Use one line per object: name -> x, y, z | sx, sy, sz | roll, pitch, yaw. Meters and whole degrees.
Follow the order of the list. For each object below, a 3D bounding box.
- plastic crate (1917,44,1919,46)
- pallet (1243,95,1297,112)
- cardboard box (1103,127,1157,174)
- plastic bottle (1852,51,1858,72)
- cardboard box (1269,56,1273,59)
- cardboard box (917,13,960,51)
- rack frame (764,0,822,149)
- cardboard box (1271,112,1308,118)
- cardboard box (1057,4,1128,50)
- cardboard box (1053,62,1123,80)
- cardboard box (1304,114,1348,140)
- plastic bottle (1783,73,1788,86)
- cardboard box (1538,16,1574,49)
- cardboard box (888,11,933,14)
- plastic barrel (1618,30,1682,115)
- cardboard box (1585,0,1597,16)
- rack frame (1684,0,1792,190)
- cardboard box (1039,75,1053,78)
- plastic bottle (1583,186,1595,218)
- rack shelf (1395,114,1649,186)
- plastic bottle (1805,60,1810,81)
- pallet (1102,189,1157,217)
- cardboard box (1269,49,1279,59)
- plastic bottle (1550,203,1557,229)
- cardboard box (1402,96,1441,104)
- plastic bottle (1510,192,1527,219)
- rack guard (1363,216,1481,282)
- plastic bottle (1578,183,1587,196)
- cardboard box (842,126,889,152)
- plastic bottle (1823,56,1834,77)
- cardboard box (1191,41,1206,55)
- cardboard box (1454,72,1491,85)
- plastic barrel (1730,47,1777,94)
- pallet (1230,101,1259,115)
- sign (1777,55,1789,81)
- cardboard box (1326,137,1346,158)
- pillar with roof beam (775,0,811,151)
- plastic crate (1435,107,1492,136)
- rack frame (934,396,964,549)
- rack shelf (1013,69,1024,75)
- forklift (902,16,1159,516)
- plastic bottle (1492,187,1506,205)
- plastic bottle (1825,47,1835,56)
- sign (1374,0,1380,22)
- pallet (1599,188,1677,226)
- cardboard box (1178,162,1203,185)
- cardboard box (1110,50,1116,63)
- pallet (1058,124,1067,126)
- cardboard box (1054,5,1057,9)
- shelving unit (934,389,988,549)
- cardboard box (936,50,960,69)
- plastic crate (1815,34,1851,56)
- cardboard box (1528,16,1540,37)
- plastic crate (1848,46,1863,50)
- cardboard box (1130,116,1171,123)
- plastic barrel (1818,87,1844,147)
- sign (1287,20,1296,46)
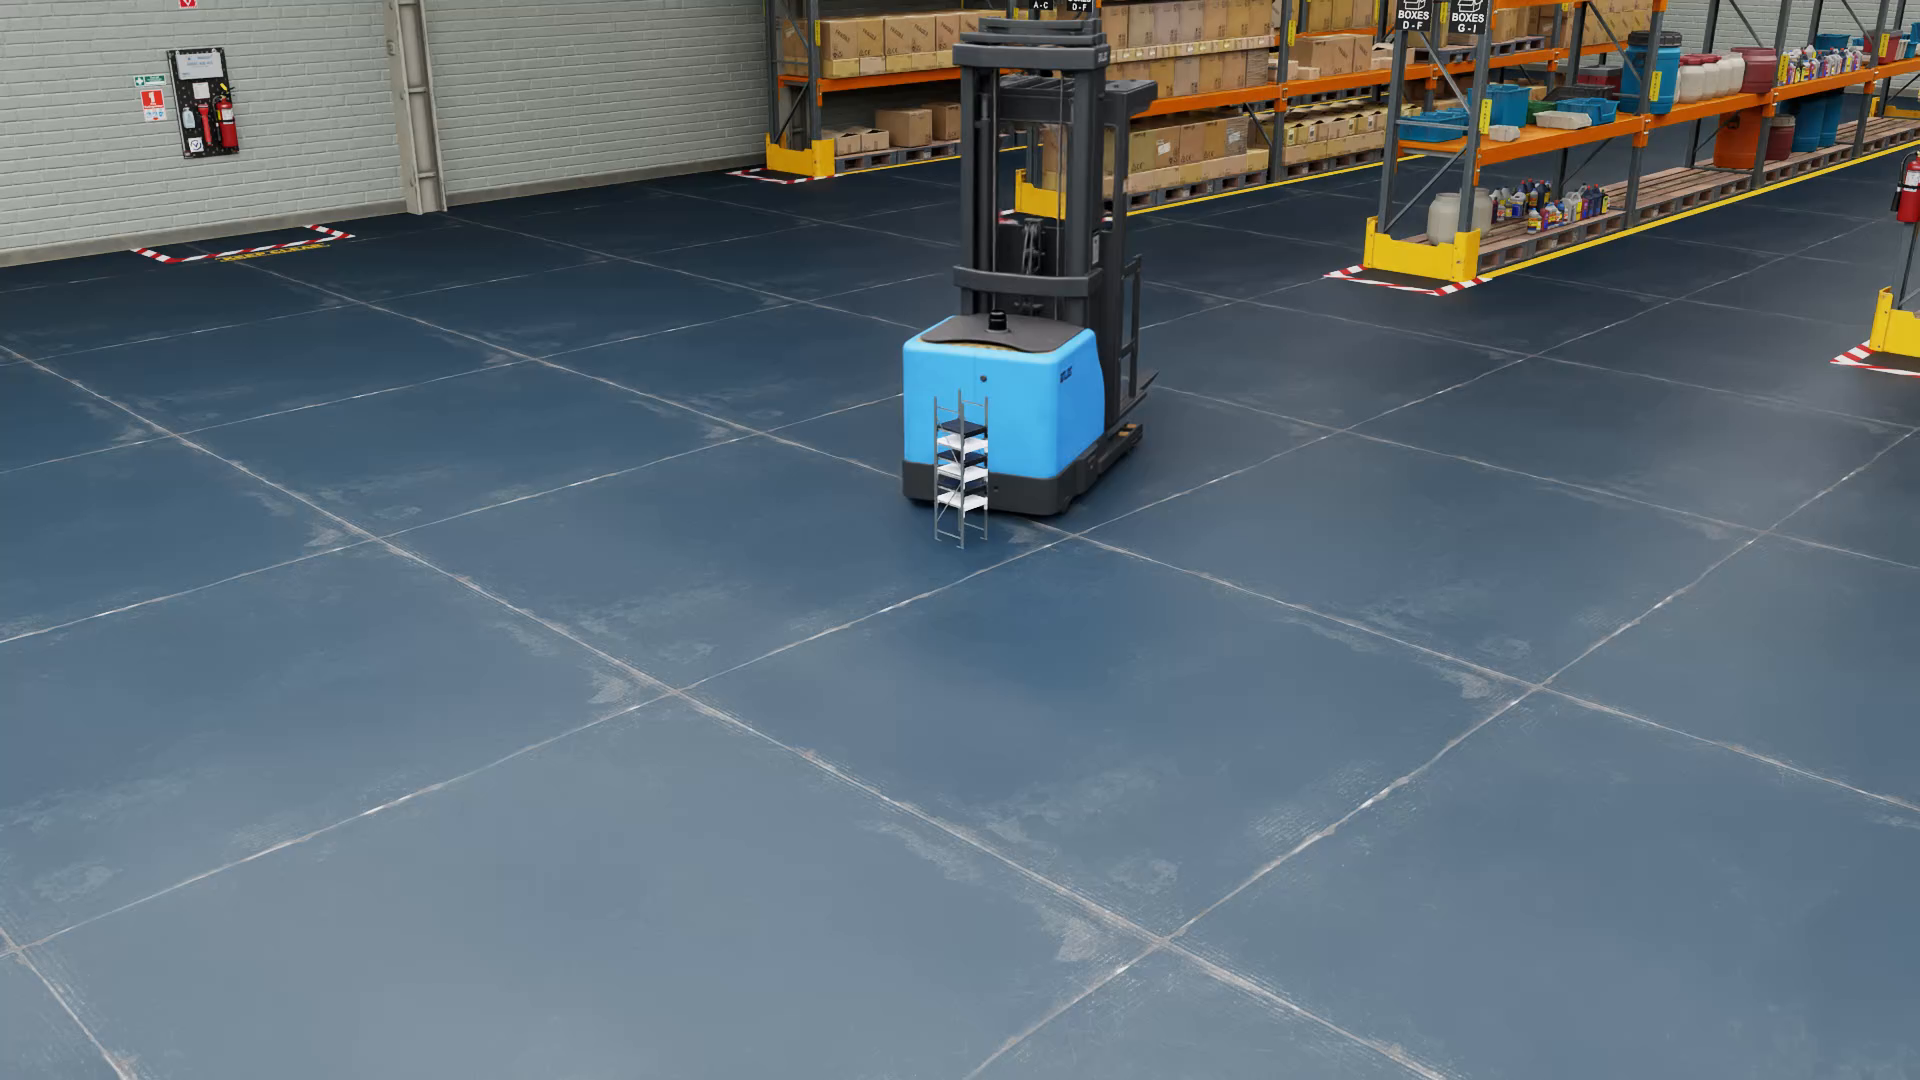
plastic crate -> 15.275, -7.859, 26.625 | 0.396, 0.136, 0.243 | 19, 28, 41
pallet -> 5.554, -8.213, 31.148 | 1.003, 0.211, 1.213 | 19, 28, 41
cardboard box -> 2.100, -4.882, 20.797 | 0.500, 0.500, 0.500 | 19, 28, 41
plastic bottle -> 12.965, -6.944, 24.124 | 0.061, 0.283, 0.133 | 19, 28, 41
cardboard box -> 4.491, -6.646, 23.371 | 0.396, 0.266, 0.258 | 18, 28, 39
cardboard box -> -0.354, -7.509, 24.566 | 0.500, 0.500, 0.500 | 18, 28, 39
rack frame -> -2.333, -6.647, 23.187 | 1.000, 3.000, 0.127 | 19, 28, 41
cardboard box -> 4.795, -6.049, 24.098 | 0.500, 0.311, 0.500 | 19, 28, 40
cardboard box -> 1.591, -6.191, 20.053 | 0.700, 0.500, 0.500 | 19, 28, 41
cardboard box -> 1.554, -5.572, 20.250 | 0.700, 0.500, 0.500 | 19, 28, 41
cardboard box -> 5.189, -5.915, 23.749 | 0.500, 0.311, 0.500 | 18, 27, 39
plastic bottle -> 11.048, -6.209, 22.326 | 0.097, 0.201, 0.097 | 0, 21, 0
cardboard box -> 10.141, -8.602, 28.135 | 0.500, 0.500, 0.500 | -19, 28, -41
cardboard box -> -0.735, -7.637, 24.900 | 0.500, 0.500, 0.500 | -19, 28, -41
plastic barrel -> 8.042, -5.453, 19.382 | 0.600, 0.901, 0.708 | 19, 28, 41
cardboard box -> 10.480, -9.190, 28.269 | 0.500, 0.500, 0.500 | 18, 28, 39
rack frame -> 10.346, -6.224, 22.086 | 1.000, 3.000, 0.127 | 19, 28, 41
cardboard box -> 1.264, -7.371, 26.897 | 0.500, 0.250, 0.500 | 19, 28, 40
plastic bottle -> 7.179, -3.877, 19.061 | 0.144, 0.351, 0.185 | 18, 27, 38
rack shelf -> 6.161, -4.346, 18.203 | 1.077, 0.370, 4.000 | 19, 28, 41
plastic bottle -> 11.625, -6.455, 22.866 | 0.097, 0.271, 0.097 | 0, 21, 0
pallet -> 1.723, -4.314, 21.003 | 1.003, 0.211, 1.213 | 19, 28, 41
cardboard box -> 5.678, -8.725, 31.004 | 0.750, 0.750, 0.750 | 20, 28, 41
plastic bottle -> 6.562, -3.601, 18.452 | 0.097, 0.271, 0.097 | 0, 21, 0
cardboard box -> 7.284, -6.802, 26.462 | 0.500, 0.500, 0.500 | -19, 28, -40
plastic bottle -> 6.391, -3.838, 19.061 | 0.152, 0.276, 0.135 | 19, 28, 41
rack guard -> 4.785, -3.032, 17.266 | 1.175, 0.500, 0.348 | 19, 28, 41
plastic bottle -> 7.210, -3.963, 19.283 | 0.144, 0.351, 0.185 | 19, 28, 41
cardboard box -> -1.388, -5.899, 24.376 | 0.500, 0.311, 0.500 | -17, 27, -38
plastic bottle -> 12.231, -6.694, 23.483 | 0.152, 0.276, 0.135 | 19, 28, 41
cardboard box -> 2.903, -6.267, 21.156 | 0.250, 0.149, 0.380 | -19, 28, -40
cardboard box -> 8.381, -7.561, 27.391 | 0.500, 0.250, 0.500 | 19, 28, 41
plastic barrel -> 10.240, -6.092, 21.554 | 0.600, 0.536, 0.708 | 19, 28, 41
pallet -> 4.703, -7.898, 30.328 | 1.003, 0.211, 1.213 | 19, 28, 41
sign -> 10.745, -6.164, 21.704 | 0.100, 0.325, 0.005 | 19, 28, 41
cardboard box -> 5.185, -5.655, 23.855 | 0.500, 0.250, 0.500 | 18, 28, 39
pillar with roof beam -> 0.620, -8.766, 20.339 | 9.100, 9.000, 0.400 | 19, 28, 41
plastic crate -> 5.357, -4.467, 17.723 | 0.499, 0.251, 0.408 | 19, 28, 41
rack frame -> -0.065, -0.396, 9.851 | 0.240, 0.900, 0.006 | 19, 28, 41
rack shelf -> 1.853, -7.853, 27.329 | 1.077, 0.370, 4.000 | 19, 28, 41
forklift -> 0.654, -2.014, 11.228 | 1.130, 2.935, 3.031 | 8, 23, 20
plastic bottle -> 6.137, -3.855, 19.003 | 0.185, 0.351, 0.144 | -19, 28, -40
plastic bottle -> 12.498, -6.899, 23.913 | 0.144, 0.351, 0.185 | 19, 28, 41
sign -> 6.404, -8.101, 25.468 | 0.100, 0.325, 0.005 | 19, 28, 41
pallet -> 8.076, -4.106, 20.462 | 1.003, 0.211, 1.213 | 19, 28, 41
cardboard box -> 2.800, -4.788, 21.598 | 0.500, 0.250, 0.500 | 19, 28, 41
cardboard box -> 1.647, -5.805, 19.952 | 0.380, 0.149, 0.250 | 19, 28, 40
pallet -> 1.851, -6.889, 27.704 | 1.003, 0.211, 1.213 | 19, 28, 41
cardboard box -> 1.669, -8.368, 26.913 | 0.500, 0.500, 0.700 | -16, 26, -35
shelving unit -> 0.006, -0.422, 9.919 | 0.258, 0.900, 0.210 | 19, 28, 41
cardboard box -> -0.349, -7.158, 24.697 | 0.500, 0.250, 0.500 | 19, 28, 40
plastic crate -> 13.218, -7.478, 25.288 | 0.392, 0.384, 0.575 | 19, 28, 41
cardboard box -> 9.755, -8.732, 28.473 | 0.500, 0.500, 0.500 | -20, 28, -41
plastic crate -> 14.136, -7.680, 26.158 | 0.293, 0.136, 0.466 | 19, 28, 41
cardboard box -> 2.417, -5.272, 21.812 | 0.500, 0.500, 0.500 | 19, 28, 41
plastic barrel -> 12.745, -6.333, 24.710 | 0.600, 0.901, 0.708 | 19, 28, 41
sign -> 4.408, -6.739, 22.109 | 0.100, 0.325, 0.005 | 19, 28, 41
